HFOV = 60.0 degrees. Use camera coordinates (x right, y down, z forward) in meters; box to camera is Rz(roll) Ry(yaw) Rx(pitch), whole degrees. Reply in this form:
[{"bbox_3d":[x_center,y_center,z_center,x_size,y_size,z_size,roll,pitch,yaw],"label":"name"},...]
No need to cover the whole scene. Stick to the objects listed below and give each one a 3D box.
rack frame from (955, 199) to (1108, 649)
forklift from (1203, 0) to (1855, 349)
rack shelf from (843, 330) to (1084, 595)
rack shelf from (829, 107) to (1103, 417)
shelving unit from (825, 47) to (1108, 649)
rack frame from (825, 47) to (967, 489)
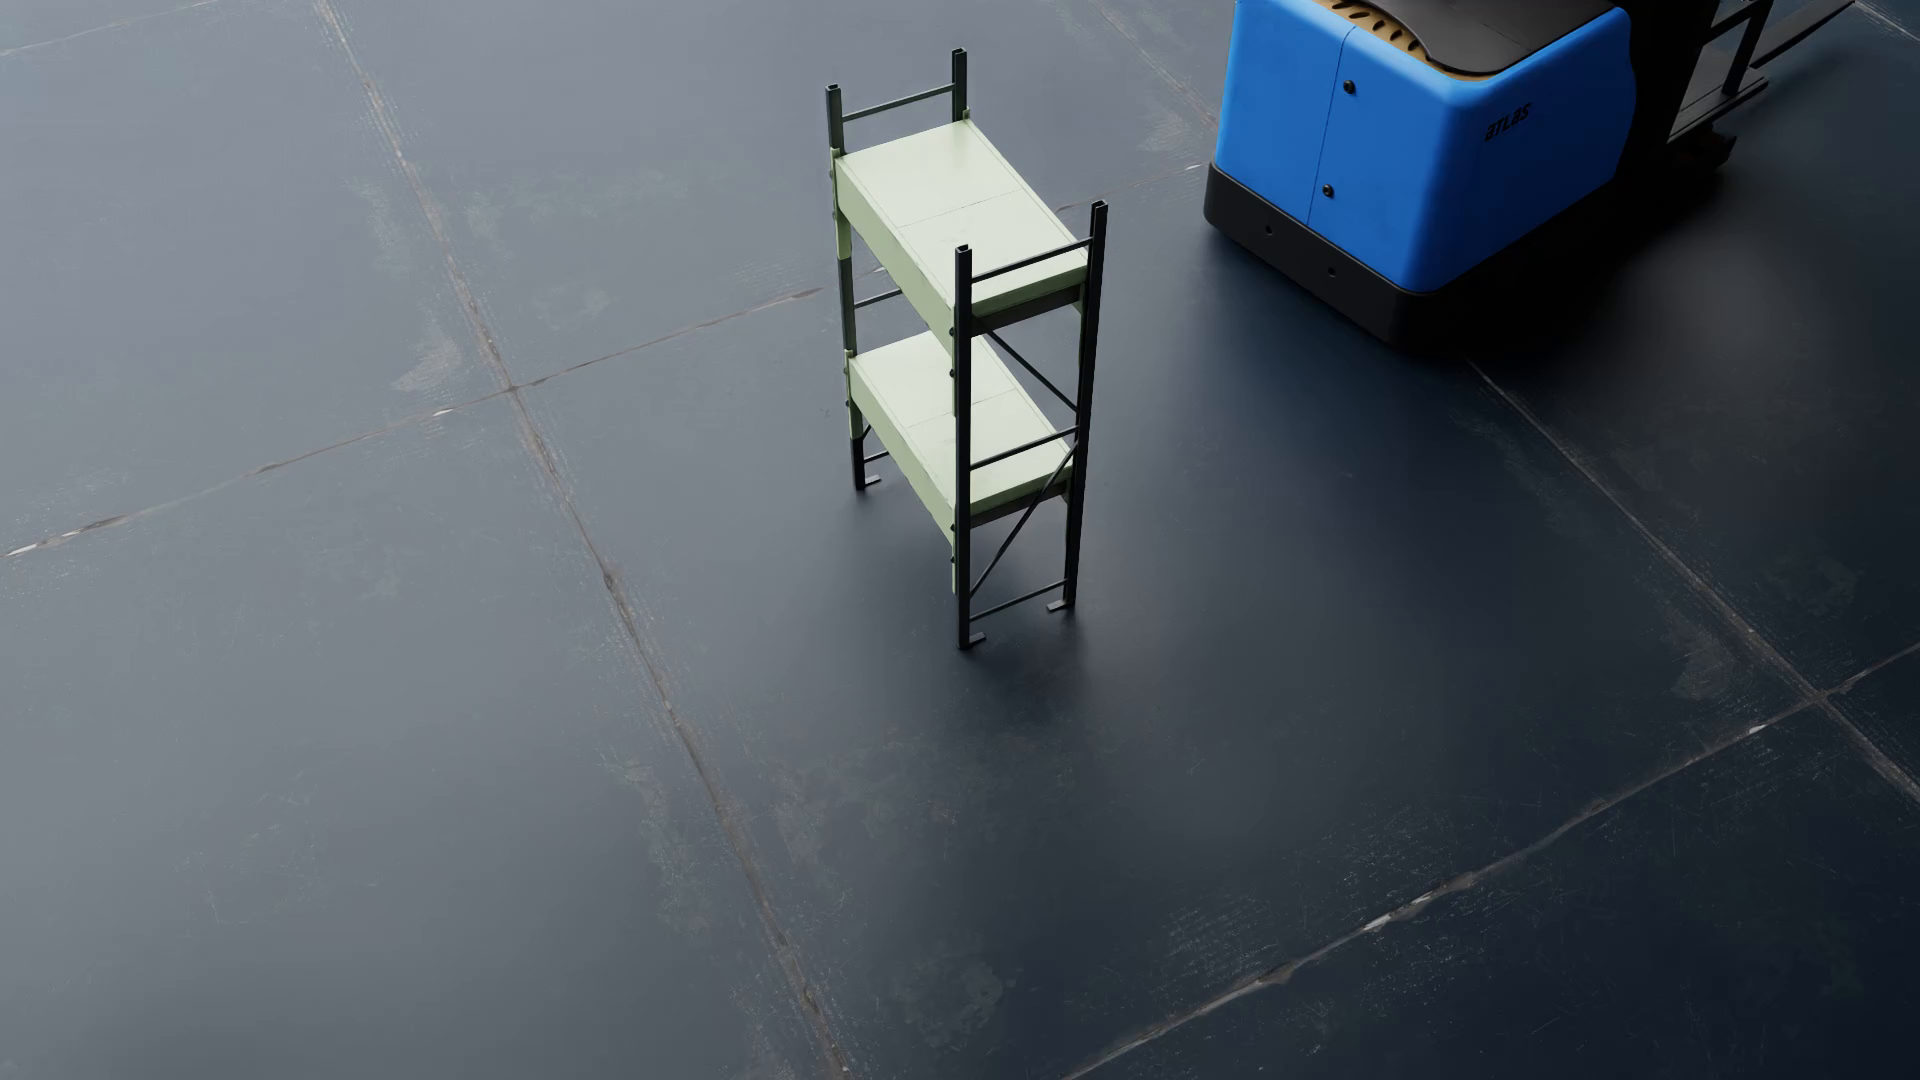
[{"bbox_3d":[0.171,-0.244,4.467,0.400,1.500,0.023,-21,52,-18],"label":"rack frame"},{"bbox_3d":[2.370,-2.571,5.551,3.031,2.935,1.130,-32,56,-25],"label":"forklift"},{"bbox_3d":[0.003,-0.275,4.927,0.431,0.370,0.720,-21,52,-18],"label":"rack shelf"},{"bbox_3d":[0.003,-0.746,4.388,0.431,0.370,0.720,-21,52,-18],"label":"rack shelf"},{"bbox_3d":[0.003,-0.489,4.682,0.431,1.500,0.755,-21,52,-18],"label":"shelving unit"},{"bbox_3d":[-0.164,-0.734,4.896,0.400,1.500,0.023,-21,52,-18],"label":"rack frame"}]
